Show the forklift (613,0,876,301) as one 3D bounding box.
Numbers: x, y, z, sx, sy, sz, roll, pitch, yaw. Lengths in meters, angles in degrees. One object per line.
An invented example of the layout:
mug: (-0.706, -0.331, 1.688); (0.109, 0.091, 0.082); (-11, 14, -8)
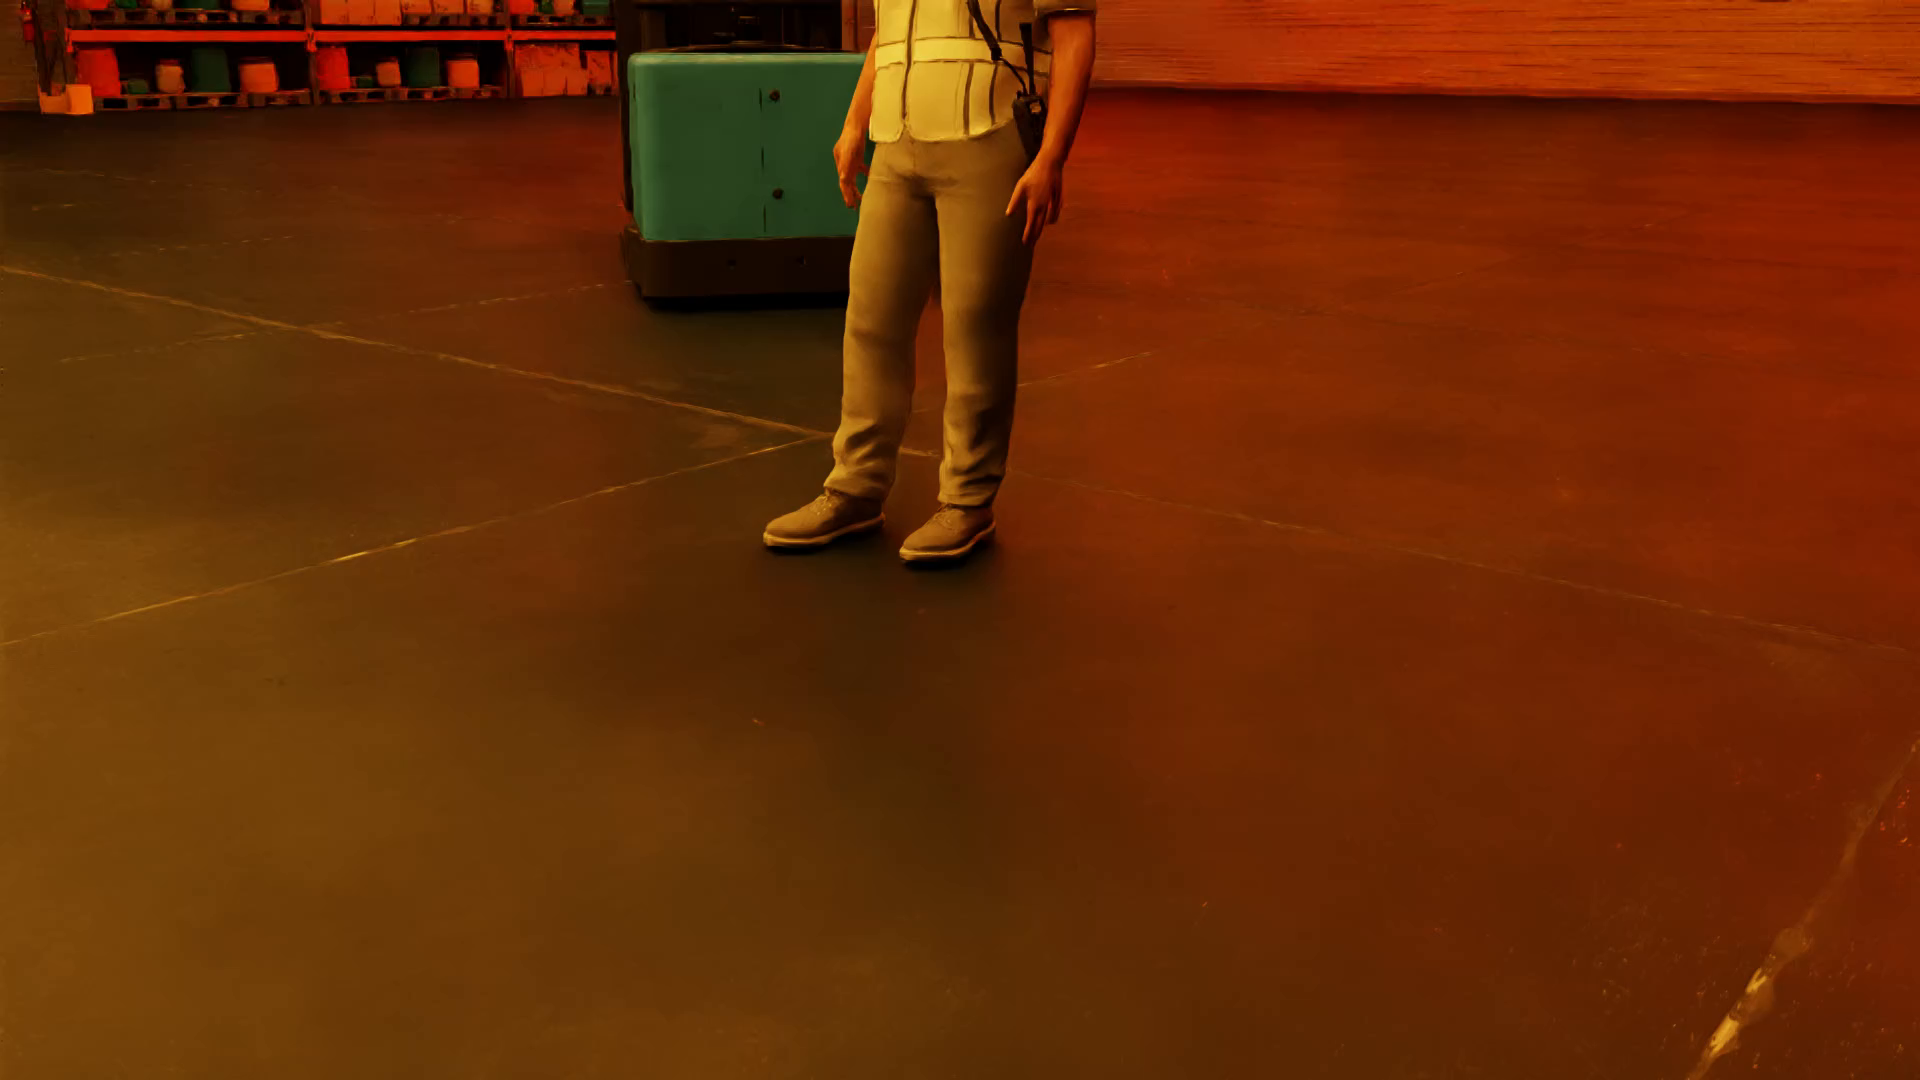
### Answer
forklift: (-1.177, -2.830, 8.218); (1.130, 2.935, 3.031); (-4, 17, -13)

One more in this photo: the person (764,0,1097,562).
person: (-0.059, -0.845, 3.631); (0.640, 1.781, 0.574); (13, 21, 37)
